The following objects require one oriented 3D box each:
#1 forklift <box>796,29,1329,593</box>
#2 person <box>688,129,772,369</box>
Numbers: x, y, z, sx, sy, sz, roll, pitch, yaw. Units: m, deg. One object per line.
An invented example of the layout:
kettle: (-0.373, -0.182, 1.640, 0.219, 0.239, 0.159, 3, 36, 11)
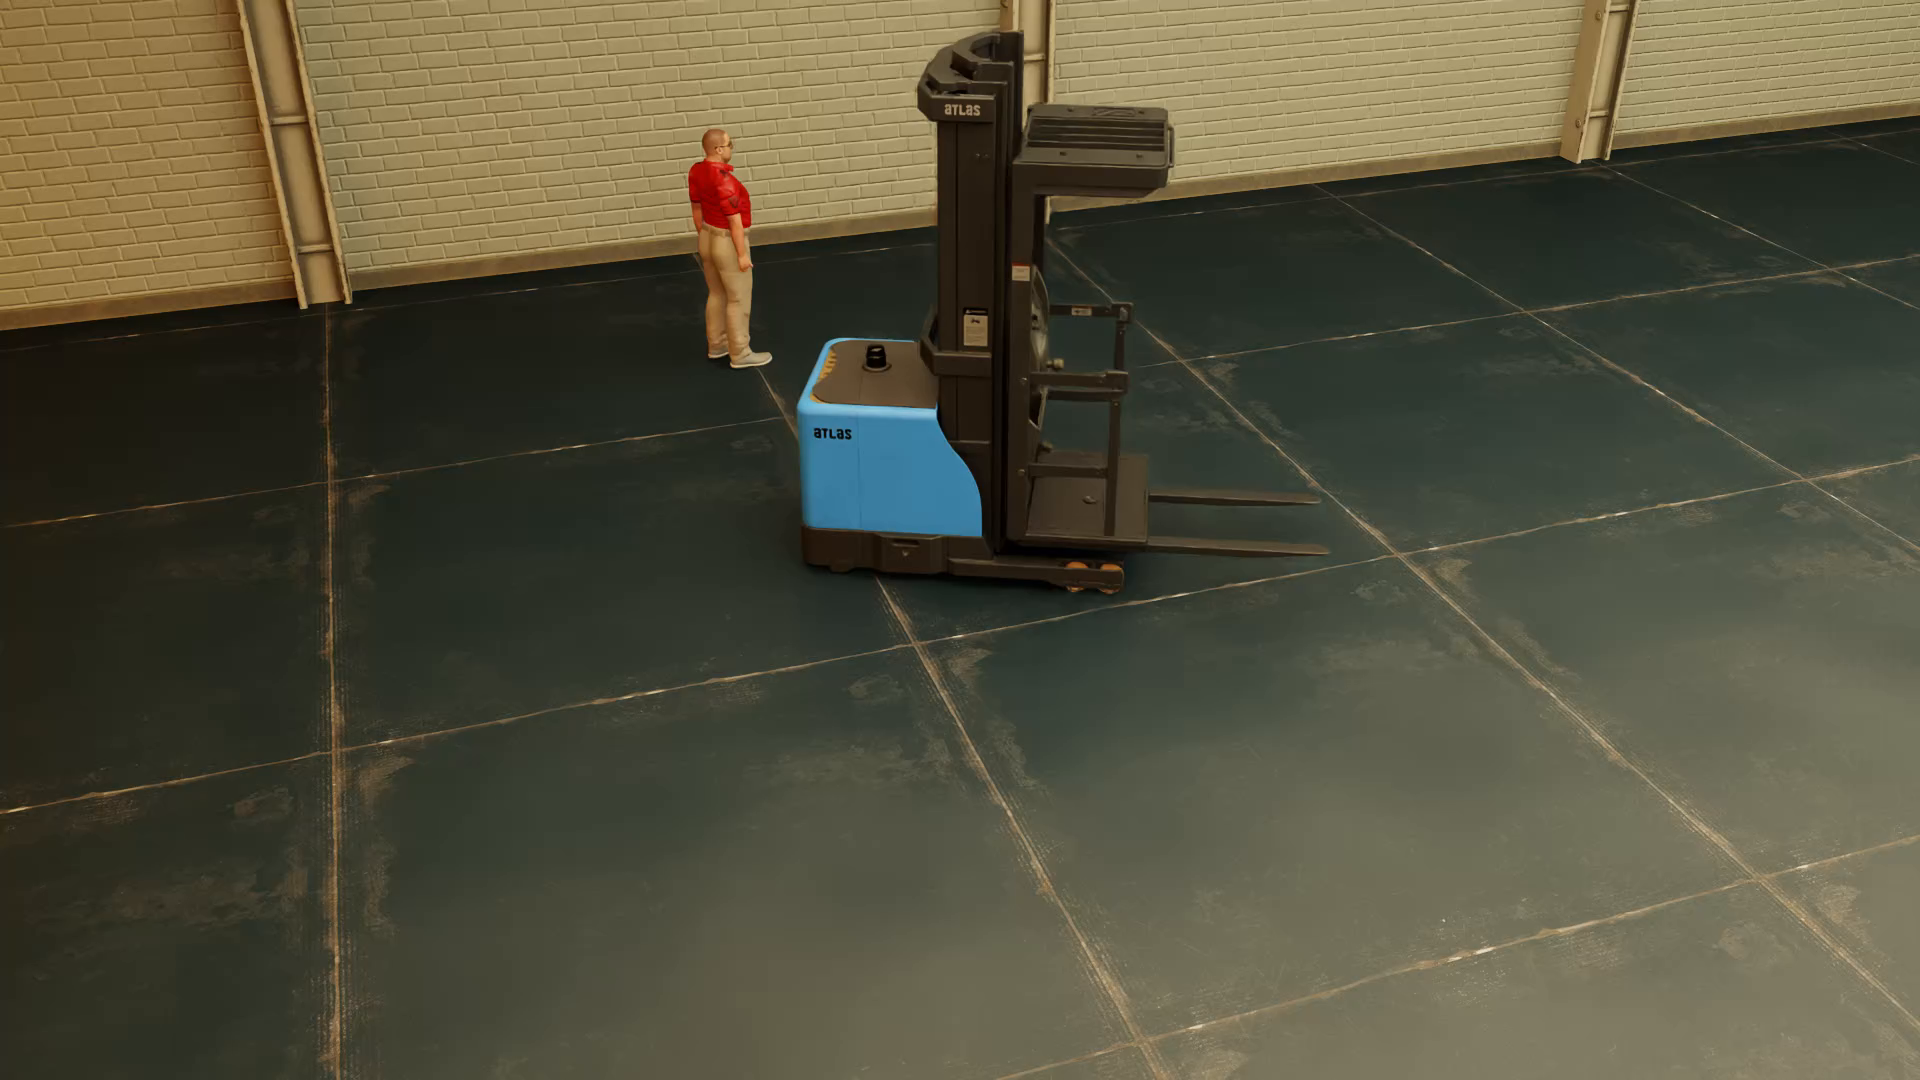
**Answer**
forklift: (0.628, -1.247, 9.254, 3.031, 2.935, 1.130, 3, 30, 5)
person: (-1.669, -2.102, 11.948, 0.369, 1.730, 0.532, -24, 38, -35)
